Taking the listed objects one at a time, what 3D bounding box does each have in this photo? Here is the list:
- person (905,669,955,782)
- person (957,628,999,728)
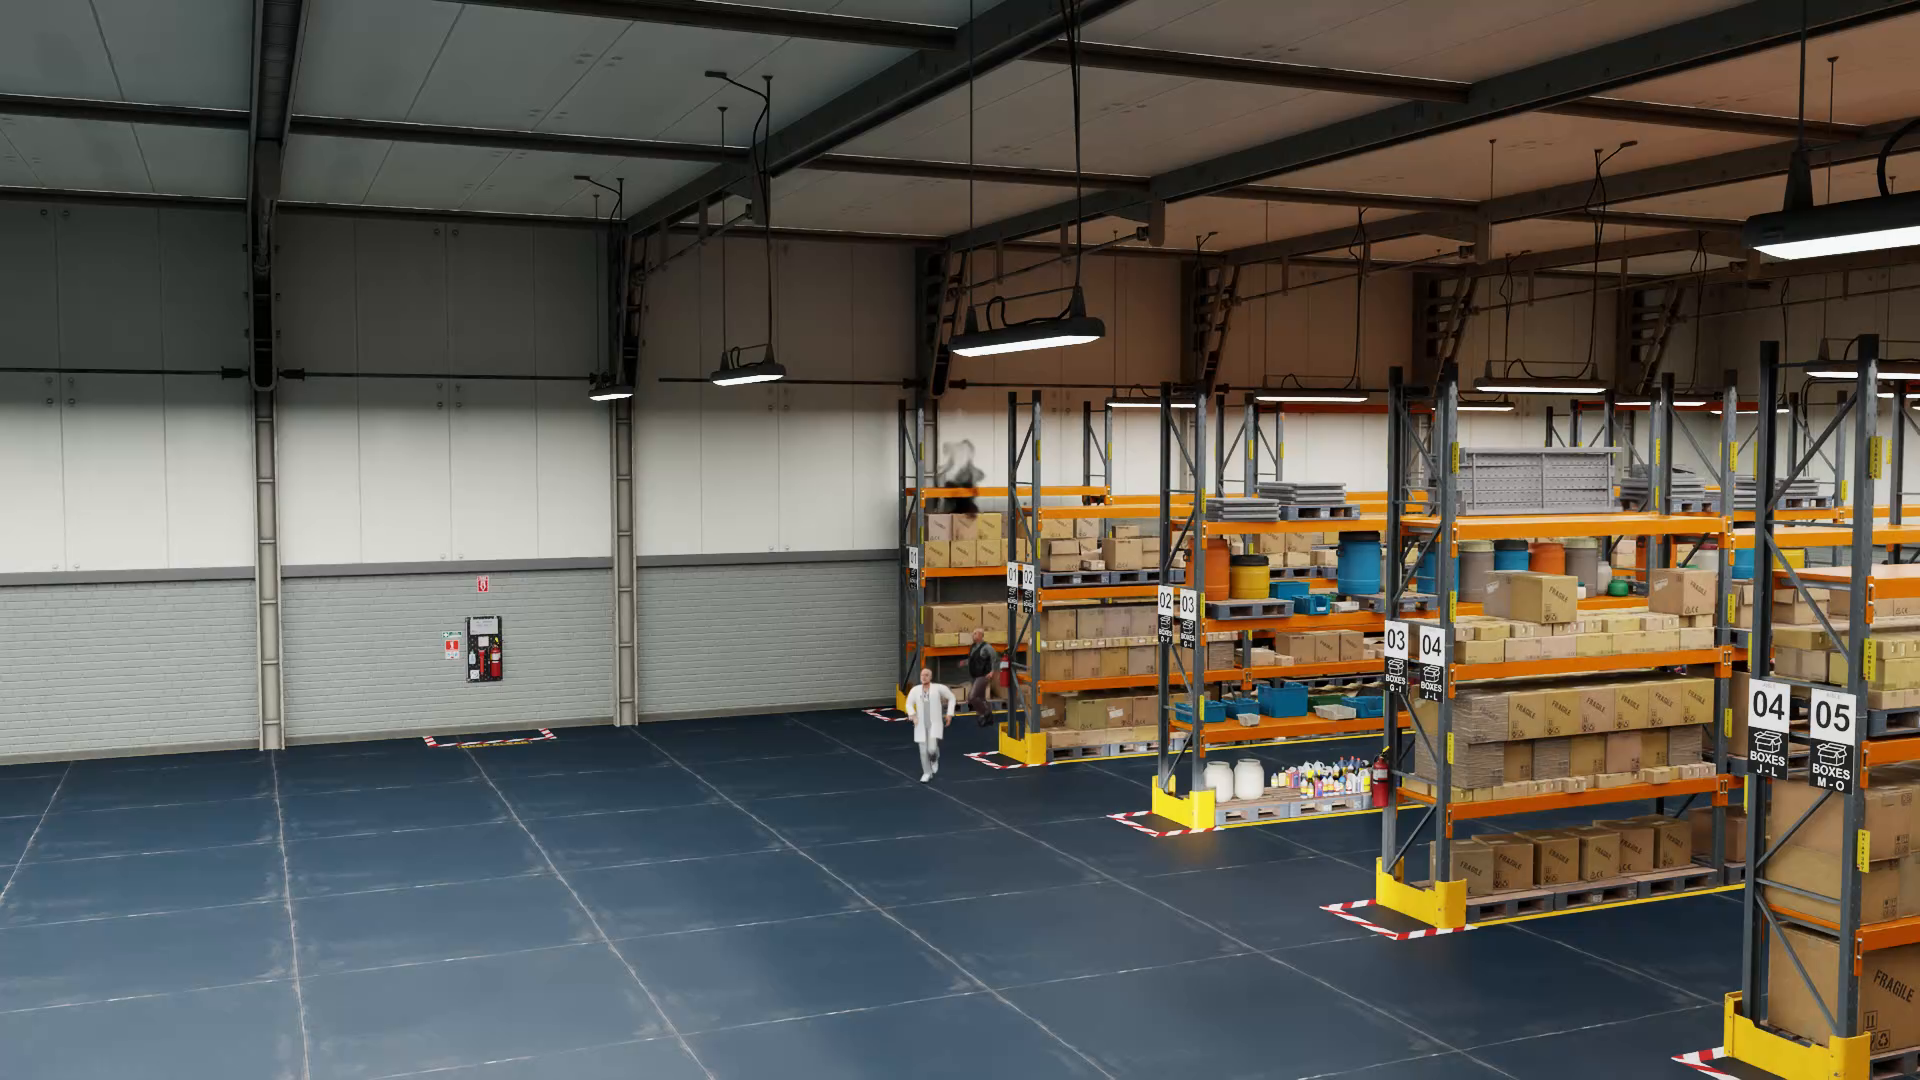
[{"bbox_3d":[-0.475,2.813,25.141,0.740,1.739,0.695,1,3,12],"label":"person"},{"bbox_3d":[0.309,2.366,28.515,0.663,1.700,0.689,-2,4,-28],"label":"person"}]
